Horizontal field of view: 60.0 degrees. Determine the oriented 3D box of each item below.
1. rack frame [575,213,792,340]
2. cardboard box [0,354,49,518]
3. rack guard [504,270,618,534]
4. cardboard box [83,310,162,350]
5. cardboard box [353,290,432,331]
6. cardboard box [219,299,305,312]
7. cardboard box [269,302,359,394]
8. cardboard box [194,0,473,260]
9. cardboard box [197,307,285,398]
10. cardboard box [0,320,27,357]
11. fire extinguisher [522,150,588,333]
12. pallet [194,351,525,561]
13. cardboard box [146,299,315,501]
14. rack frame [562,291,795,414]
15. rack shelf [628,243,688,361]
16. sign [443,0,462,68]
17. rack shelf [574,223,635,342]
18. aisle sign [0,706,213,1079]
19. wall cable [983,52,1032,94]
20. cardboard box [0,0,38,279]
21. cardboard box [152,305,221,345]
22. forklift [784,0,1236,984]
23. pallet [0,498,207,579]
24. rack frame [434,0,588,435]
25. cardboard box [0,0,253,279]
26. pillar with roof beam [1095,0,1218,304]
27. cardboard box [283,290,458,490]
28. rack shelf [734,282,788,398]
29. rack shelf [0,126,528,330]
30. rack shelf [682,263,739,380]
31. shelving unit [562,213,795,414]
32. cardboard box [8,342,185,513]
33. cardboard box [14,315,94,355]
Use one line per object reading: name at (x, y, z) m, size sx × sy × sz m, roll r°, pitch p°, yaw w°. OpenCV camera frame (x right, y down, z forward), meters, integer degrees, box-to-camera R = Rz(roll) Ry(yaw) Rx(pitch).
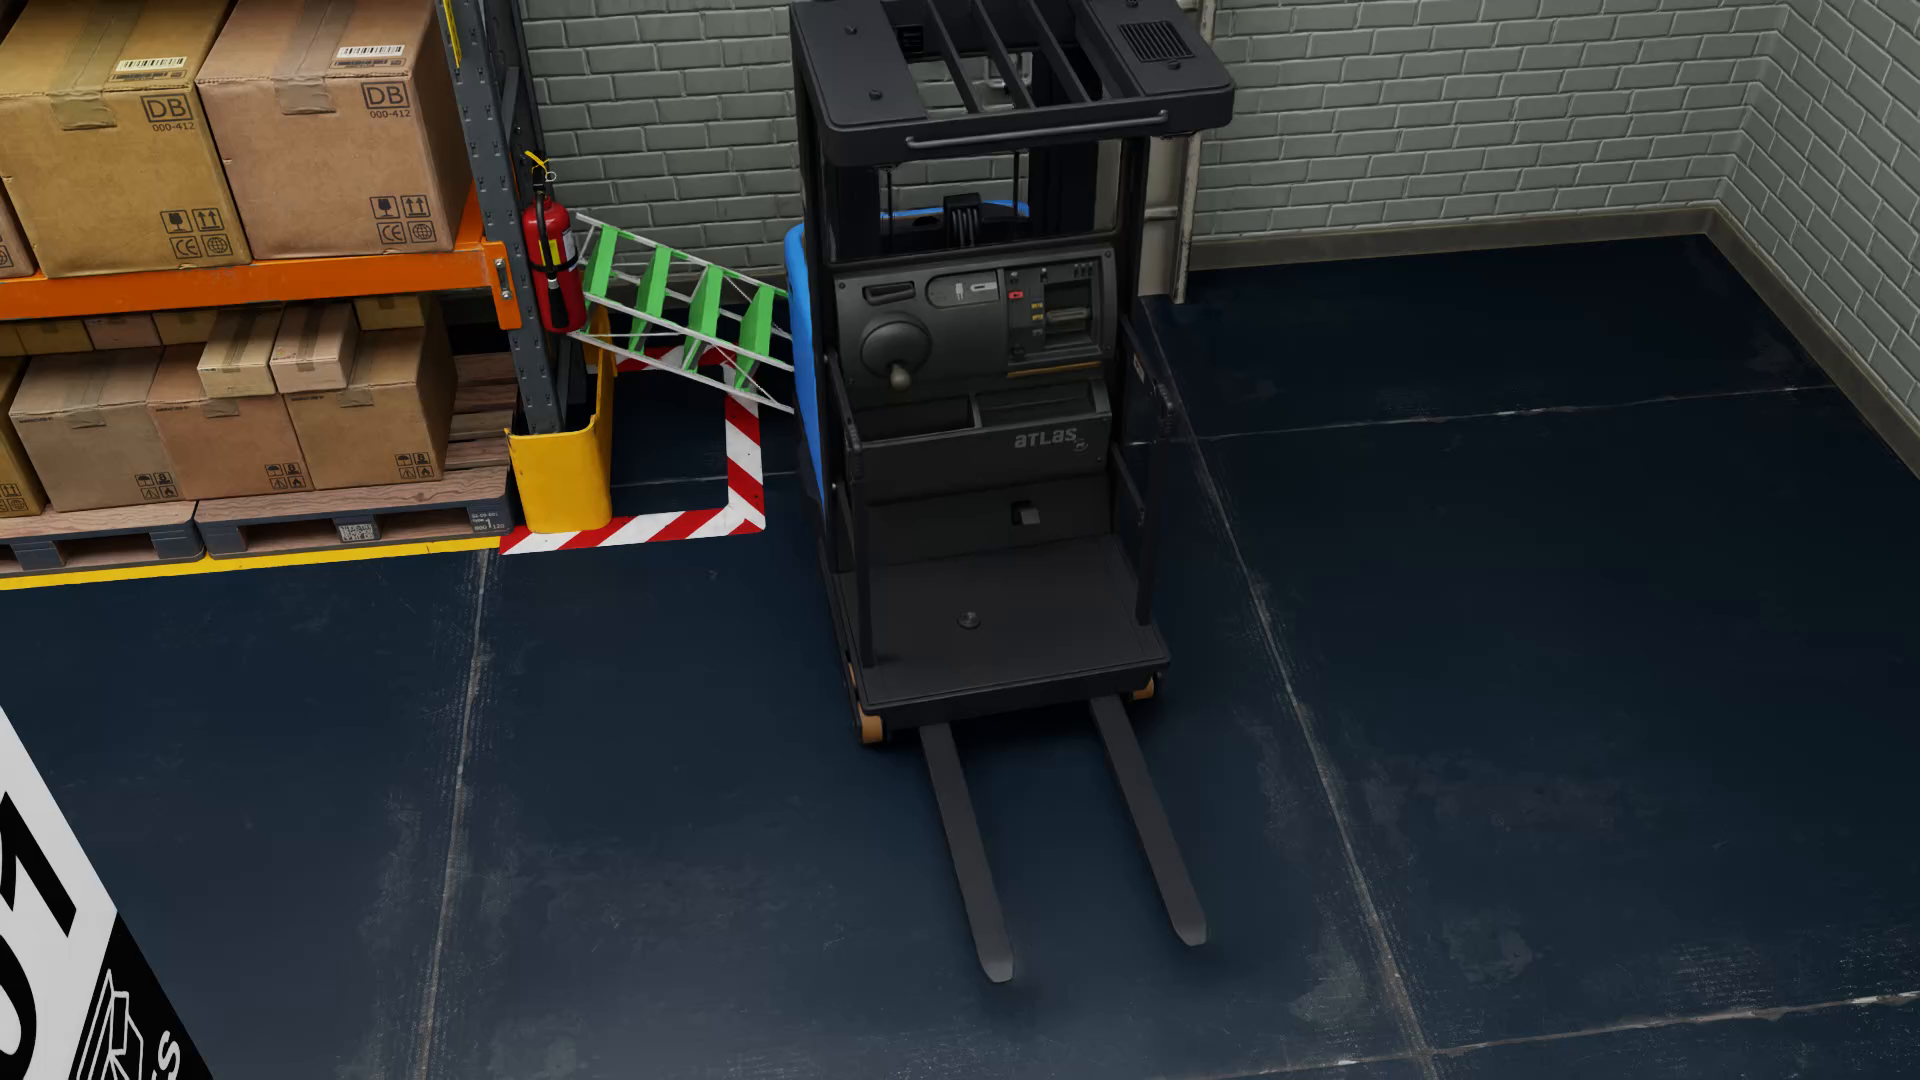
rack frame at (-1.150, -1.137, 7.360) m, size 1.200 × 0.240 × 0.015 m, roll 18°, pitch 43°, yaw -20°
cardboard box at (-3.900, -0.495, 6.612) m, size 0.500 × 0.500 × 0.700 m, roll -4°, pitch 42°, yaw -5°
rack guard at (-1.672, -0.607, 7.050) m, size 0.348 × 0.500 × 1.175 m, roll -5°, pitch 42°, yaw -6°
cardboard box at (-3.282, -0.930, 6.610) m, size 0.250 × 0.149 × 0.380 m, roll -4°, pitch 42°, yaw -5°
cardboard box at (-2.279, -1.018, 6.708) m, size 0.250 × 0.149 × 0.380 m, roll -5°, pitch 42°, yaw -5°
cardboard box at (-2.781, -0.974, 6.659) m, size 0.250 × 0.149 × 0.380 m, roll -5°, pitch 42°, yaw -5°
cardboard box at (-2.481, -0.743, 6.402) m, size 0.250 × 0.149 × 0.380 m, roll -5°, pitch 42°, yaw -6°
cardboard box at (-2.200, -1.594, 6.054) m, size 0.700 × 0.700 × 0.980 m, roll -3°, pitch 42°, yaw -4°
cardboard box at (-2.734, -0.720, 6.377) m, size 0.250 × 0.149 × 0.380 m, roll -4°, pitch 42°, yaw -4°
cardboard box at (-3.787, -0.886, 6.561) m, size 0.250 × 0.149 × 0.380 m, roll -6°, pitch 42°, yaw -6°
fire extinguisher at (-1.487, -1.073, 6.036) m, size 0.183 × 0.674 × 0.296 m, roll -5°, pitch 42°, yaw -6°
pallet at (-2.479, -0.376, 7.010) m, size 1.213 × 0.211 × 1.003 m, roll -5°, pitch 42°, yaw -6°
cardboard box at (-2.873, -0.590, 6.718) m, size 0.500 × 0.500 × 0.700 m, roll -5°, pitch 42°, yaw -6°
rack frame at (-1.138, -0.784, 7.023) m, size 1.200 × 0.240 × 0.015 m, roll 18°, pitch 43°, yaw -20°
rack shelf at (-1.301, -1.013, 7.131) m, size 0.148 × 0.258 × 0.480 m, roll 18°, pitch 43°, yaw -20°
sign at (-1.639, -1.690, 5.342) m, size 0.005 × 0.325 × 0.100 m, roll -5°, pitch 42°, yaw -6°
rack shelf at (-1.515, -1.084, 7.049) m, size 0.148 × 0.258 × 0.480 m, roll 18°, pitch 43°, yaw -20°
aisle sign at (-1.021, 0.590, 1.916) m, size 0.004 × 0.787 × 0.394 m, roll -5°, pitch 42°, yaw -6°
wall cable at (-0.549, -2.650, 6.690) m, size 1.851 × 1.984 × 0.084 m, roll -5°, pitch 42°, yaw -6°
cardboard box at (-3.678, -1.463, 5.909) m, size 0.700 × 0.700 × 0.980 m, roll -7°, pitch 43°, yaw -8°
cardboard box at (-3.030, -0.953, 6.635) m, size 0.250 × 0.149 × 0.380 m, roll -5°, pitch 42°, yaw -5°
forklift at (0.106, -0.640, 5.271) m, size 1.130 × 2.935 × 3.031 m, roll -8°, pitch 43°, yaw -9°
pallet at (-3.686, -0.273, 6.895) m, size 1.213 × 0.211 × 1.003 m, roll -5°, pitch 42°, yaw -6°
rack frame at (-1.696, -1.533, 6.210) m, size 0.127 × 3.000 × 1.000 m, roll -5°, pitch 42°, yaw -6°
cardboard box at (-2.920, -1.523, 5.975) m, size 0.700 × 0.700 × 0.980 m, roll -5°, pitch 42°, yaw -6°
pillar with roof beam at (1.427, -1.711, 1.928) m, size 0.400 × 9.000 × 9.100 m, roll -5°, pitch 42°, yaw -6°
cardboard box at (-2.377, -0.634, 6.766) m, size 0.500 × 0.500 × 0.700 m, roll -5°, pitch 42°, yaw -6°
rack shelf at (-0.873, -0.871, 7.296) m, size 0.148 × 0.258 × 0.480 m, roll 18°, pitch 43°, yaw -20°
rack shelf at (-3.679, -1.093, 6.259) m, size 4.000 × 0.370 × 1.077 m, roll -5°, pitch 42°, yaw -6°
rack shelf at (-1.087, -0.942, 7.214) m, size 0.148 × 0.258 × 0.480 m, roll 18°, pitch 43°, yaw -20°
shelving unit at (-1.144, -0.961, 7.192) m, size 1.200 × 0.258 × 0.503 m, roll 18°, pitch 43°, yaw -20°
cardboard box at (-3.372, -0.546, 6.669) m, size 0.500 × 0.500 × 0.700 m, roll -6°, pitch 42°, yaw -7°
cardboard box at (-3.536, -0.907, 6.585) m, size 0.250 × 0.149 × 0.380 m, roll -5°, pitch 42°, yaw -5°
